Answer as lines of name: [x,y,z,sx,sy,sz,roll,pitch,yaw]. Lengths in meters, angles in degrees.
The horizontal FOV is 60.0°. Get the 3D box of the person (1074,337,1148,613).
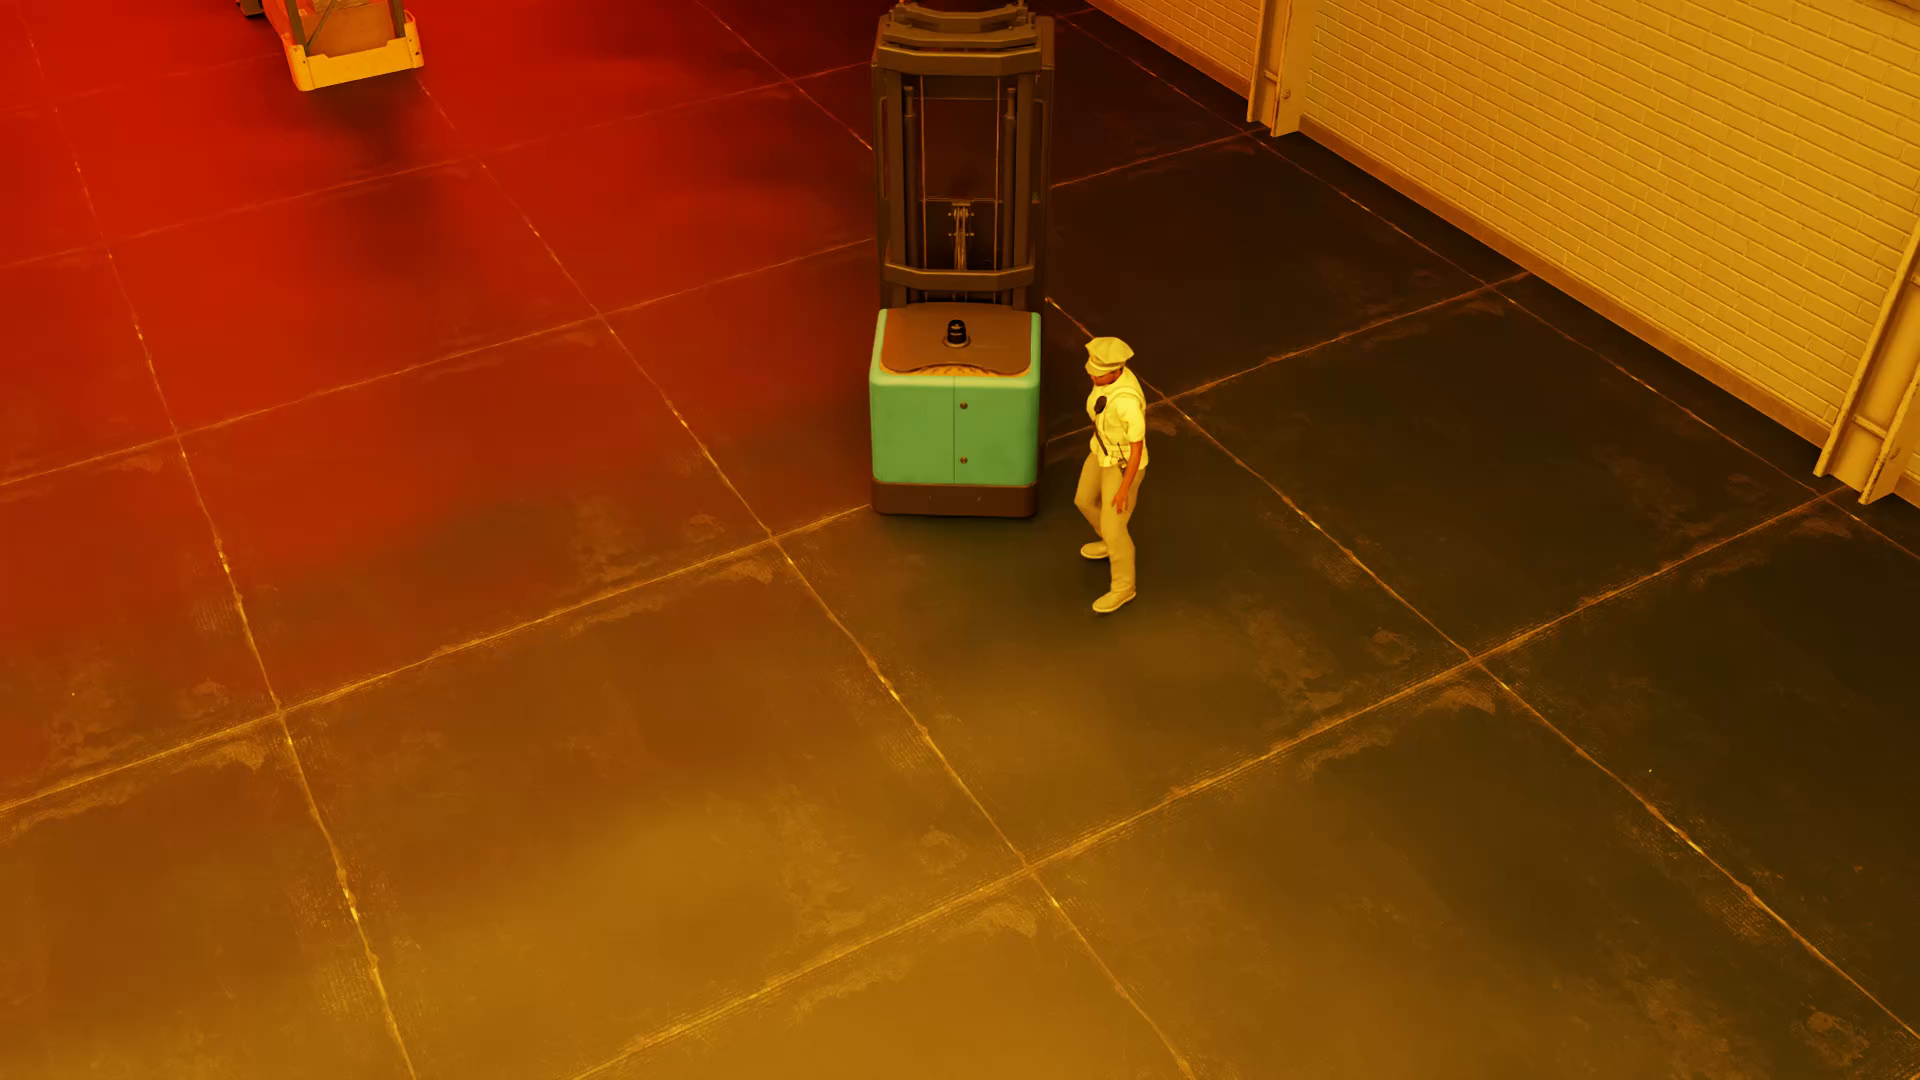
person: [0.884,-0.433,9.579,0.391,1.632,0.727,-9,41,-11]

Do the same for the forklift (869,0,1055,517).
forklift: [0.027,-2.192,10.679,1.130,2.935,3.031,2,40,2]
